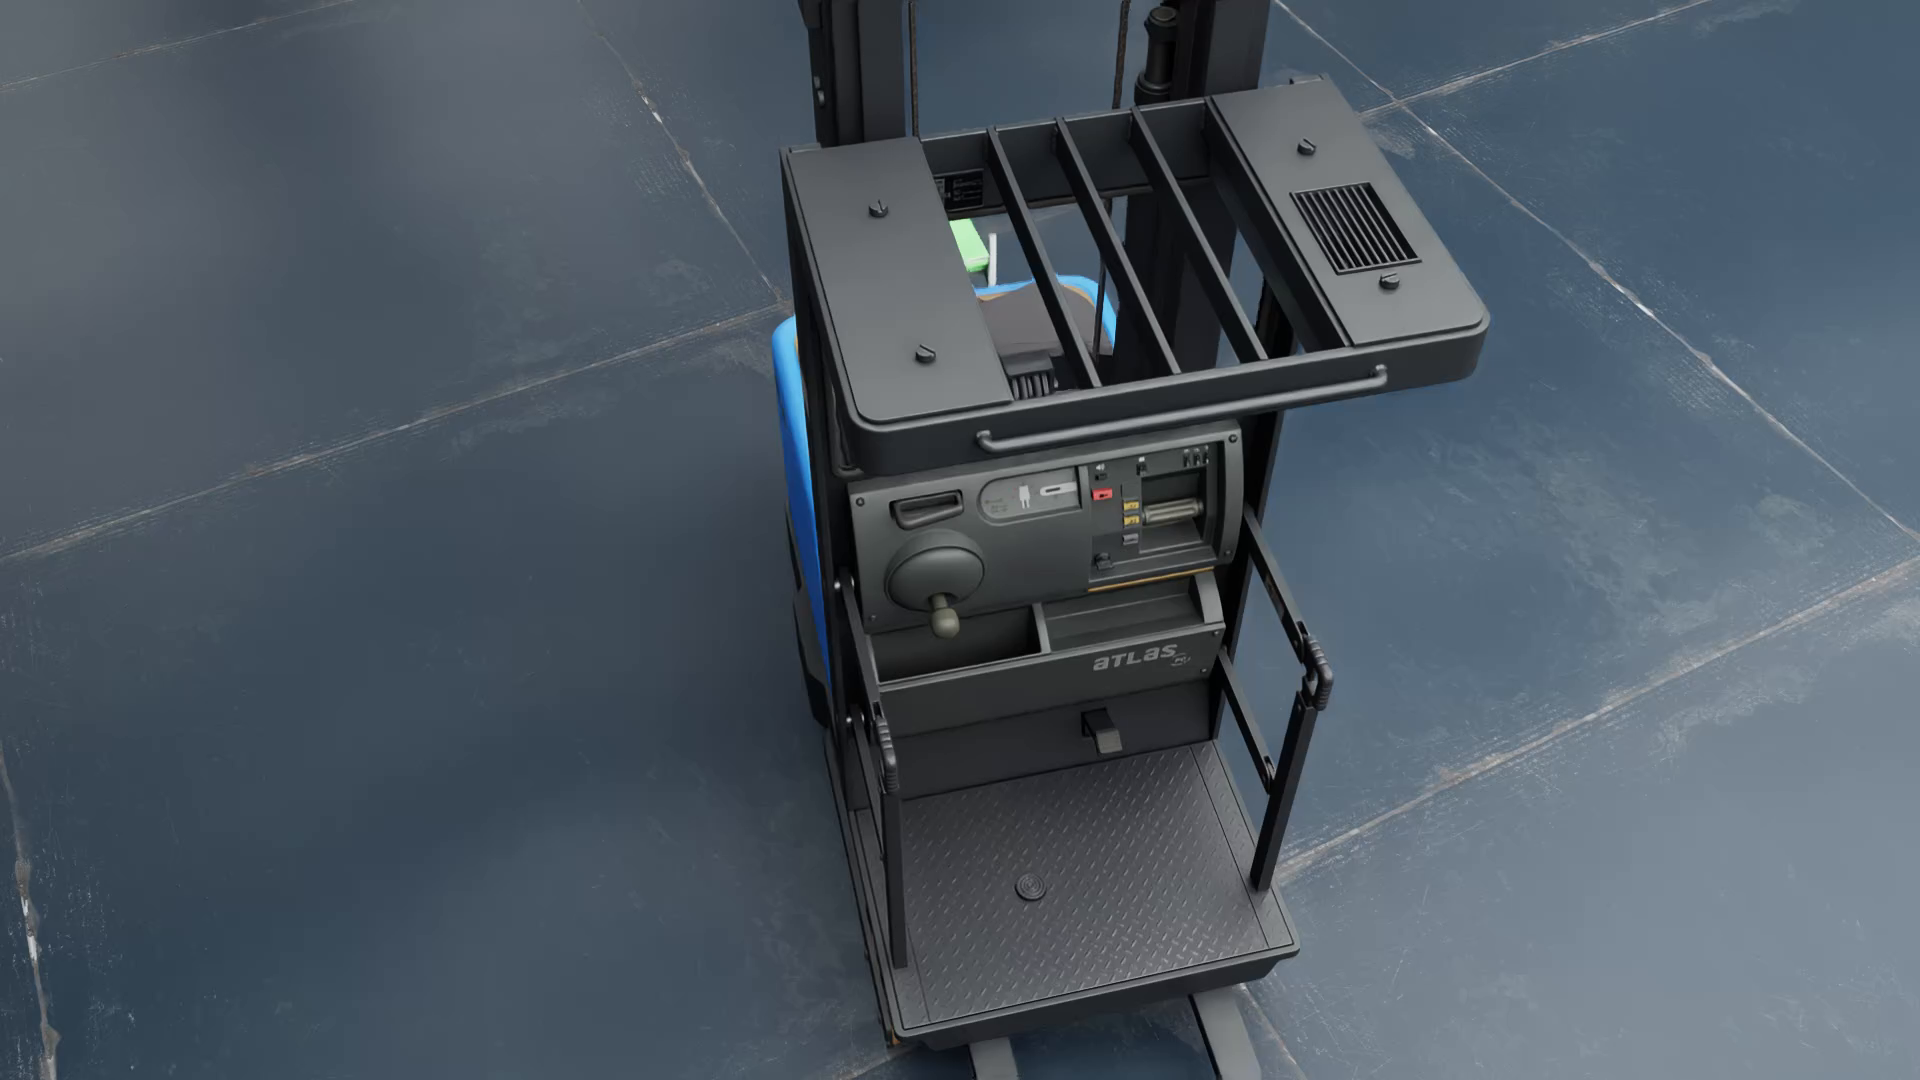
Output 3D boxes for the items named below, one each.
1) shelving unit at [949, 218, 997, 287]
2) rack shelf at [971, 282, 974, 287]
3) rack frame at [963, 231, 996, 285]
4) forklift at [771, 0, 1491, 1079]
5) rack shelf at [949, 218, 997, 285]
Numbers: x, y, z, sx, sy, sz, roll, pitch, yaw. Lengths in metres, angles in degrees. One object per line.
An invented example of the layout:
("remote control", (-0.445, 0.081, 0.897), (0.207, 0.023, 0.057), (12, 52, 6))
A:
("shelving unit", (-0.087, -0.666, 5.536), (0.258, 1.200, 0.503), (-14, 50, -12))
("rack shelf", (-0.087, -0.782, 5.403), (0.258, 0.148, 0.480), (-14, 50, -12))
("rack frame", (-0.009, -0.492, 5.384), (0.240, 1.200, 0.015), (-14, 50, -12))
("forklift", (0.261, 0.082, 3.731), (1.130, 2.935, 3.031), (-10, 50, -9))
("rack shelf", (-0.087, -0.940, 5.223), (0.258, 0.148, 0.480), (-14, 50, -12))
